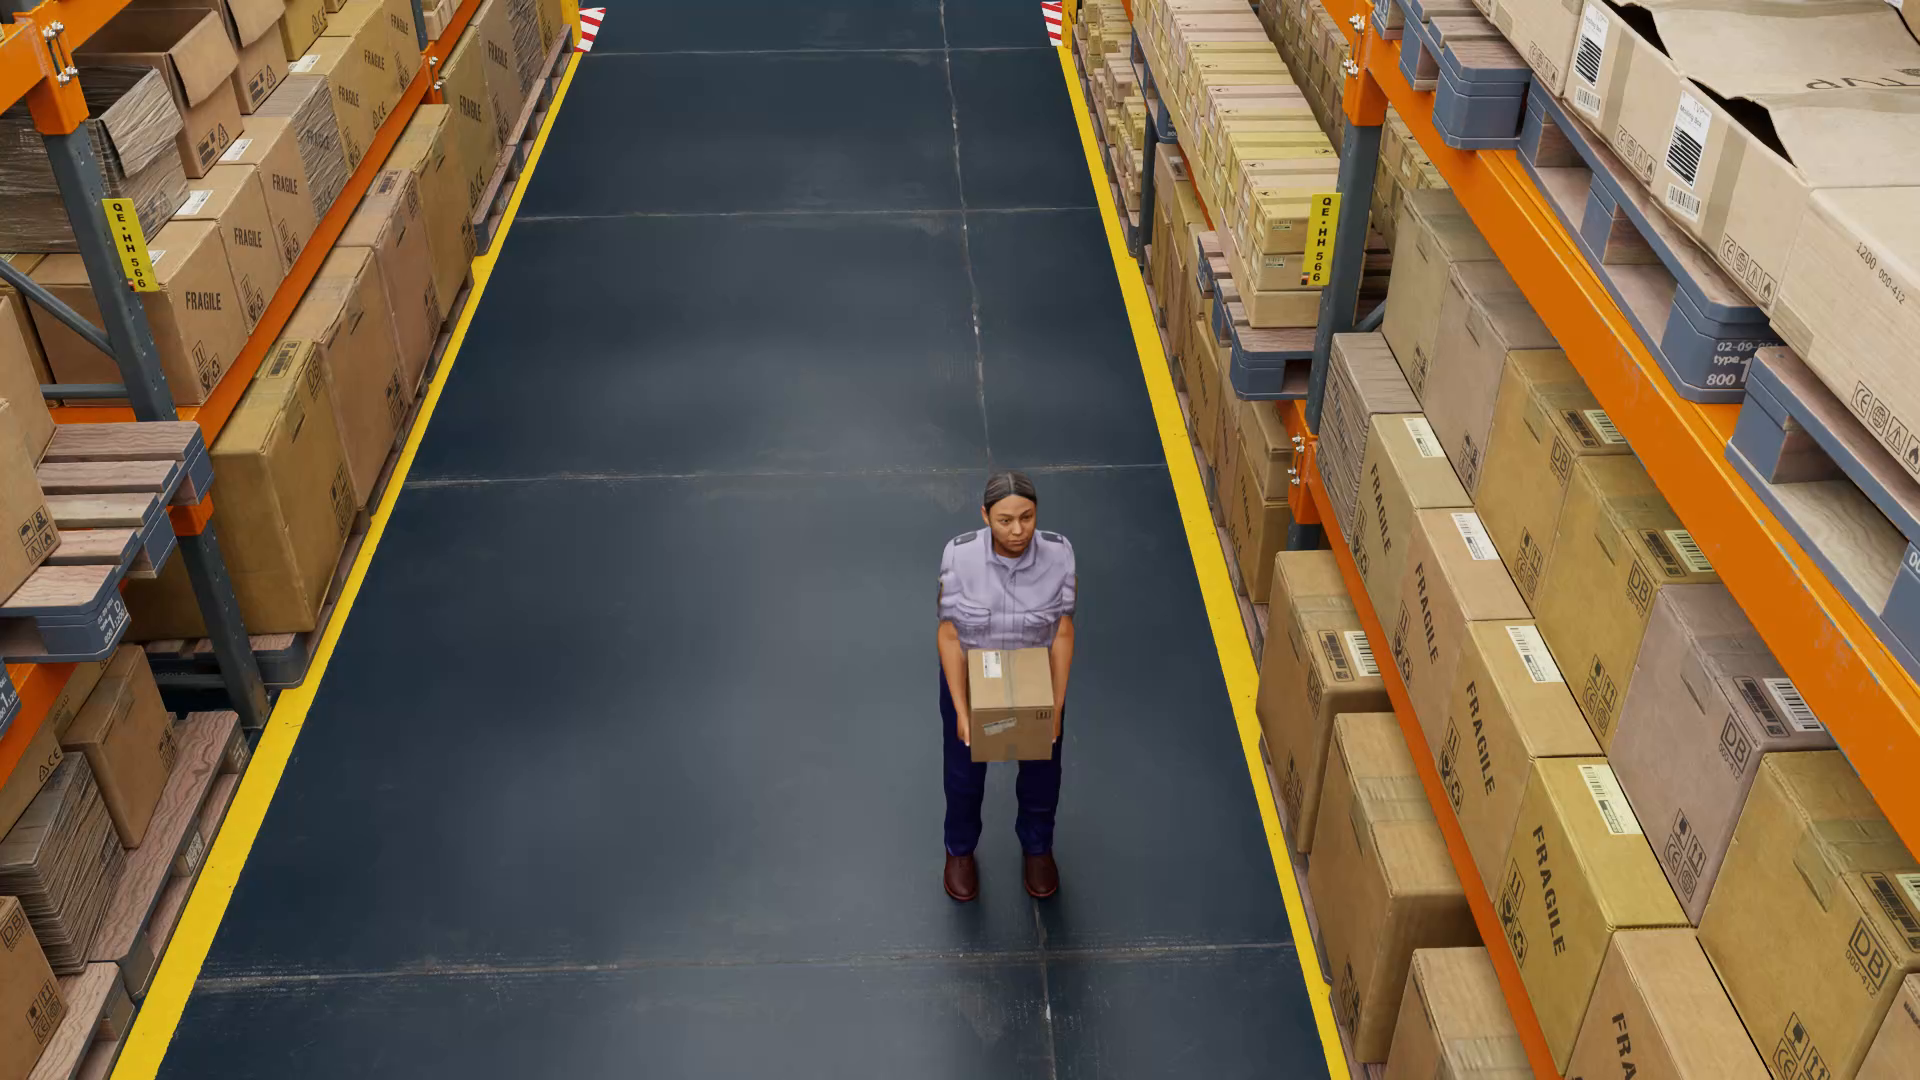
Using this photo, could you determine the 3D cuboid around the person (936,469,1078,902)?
[{"bbox_3d":[0.151,0.540,5.409,0.447,1.644,0.523,-2,35,-2],"label":"person"}]
